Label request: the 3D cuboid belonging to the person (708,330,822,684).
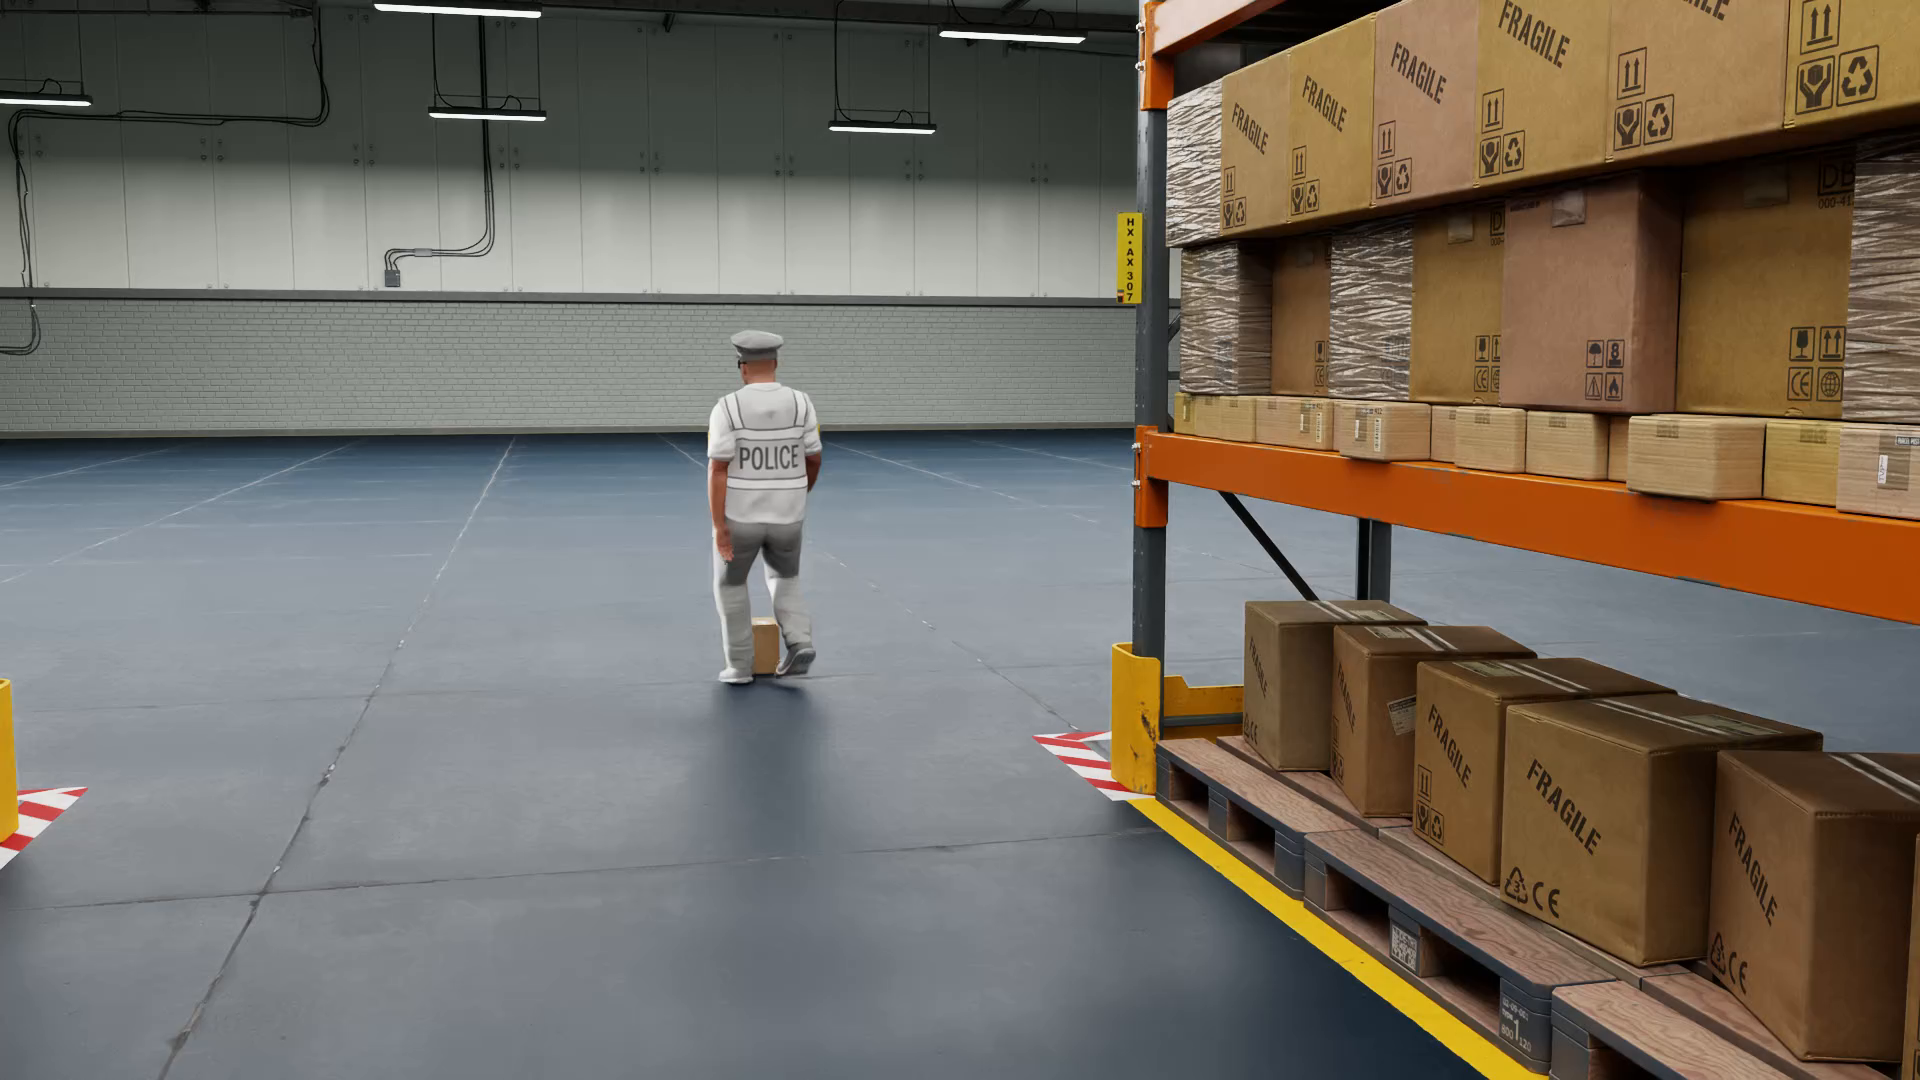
[{"bbox_3d":[-0.970,-0.137,7.975,0.566,1.723,0.624,-2,7,-22],"label":"person"}]
